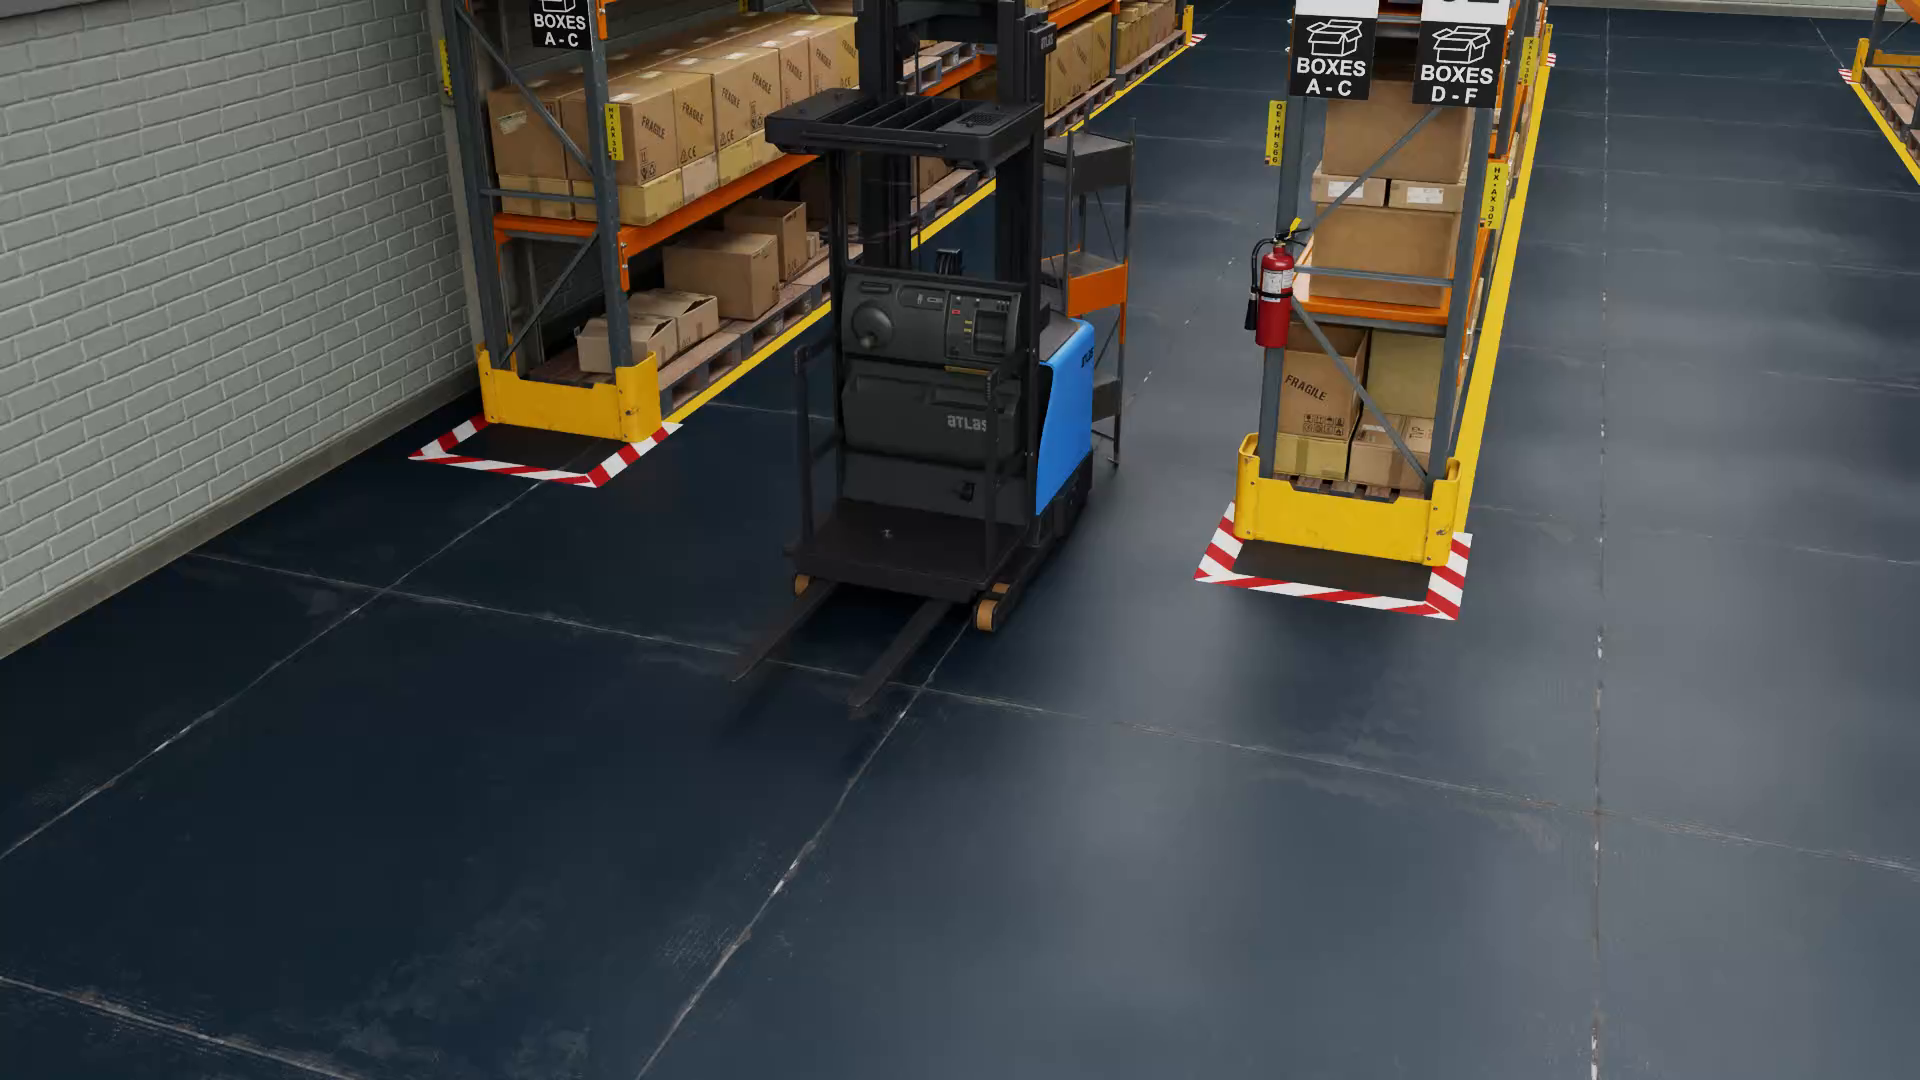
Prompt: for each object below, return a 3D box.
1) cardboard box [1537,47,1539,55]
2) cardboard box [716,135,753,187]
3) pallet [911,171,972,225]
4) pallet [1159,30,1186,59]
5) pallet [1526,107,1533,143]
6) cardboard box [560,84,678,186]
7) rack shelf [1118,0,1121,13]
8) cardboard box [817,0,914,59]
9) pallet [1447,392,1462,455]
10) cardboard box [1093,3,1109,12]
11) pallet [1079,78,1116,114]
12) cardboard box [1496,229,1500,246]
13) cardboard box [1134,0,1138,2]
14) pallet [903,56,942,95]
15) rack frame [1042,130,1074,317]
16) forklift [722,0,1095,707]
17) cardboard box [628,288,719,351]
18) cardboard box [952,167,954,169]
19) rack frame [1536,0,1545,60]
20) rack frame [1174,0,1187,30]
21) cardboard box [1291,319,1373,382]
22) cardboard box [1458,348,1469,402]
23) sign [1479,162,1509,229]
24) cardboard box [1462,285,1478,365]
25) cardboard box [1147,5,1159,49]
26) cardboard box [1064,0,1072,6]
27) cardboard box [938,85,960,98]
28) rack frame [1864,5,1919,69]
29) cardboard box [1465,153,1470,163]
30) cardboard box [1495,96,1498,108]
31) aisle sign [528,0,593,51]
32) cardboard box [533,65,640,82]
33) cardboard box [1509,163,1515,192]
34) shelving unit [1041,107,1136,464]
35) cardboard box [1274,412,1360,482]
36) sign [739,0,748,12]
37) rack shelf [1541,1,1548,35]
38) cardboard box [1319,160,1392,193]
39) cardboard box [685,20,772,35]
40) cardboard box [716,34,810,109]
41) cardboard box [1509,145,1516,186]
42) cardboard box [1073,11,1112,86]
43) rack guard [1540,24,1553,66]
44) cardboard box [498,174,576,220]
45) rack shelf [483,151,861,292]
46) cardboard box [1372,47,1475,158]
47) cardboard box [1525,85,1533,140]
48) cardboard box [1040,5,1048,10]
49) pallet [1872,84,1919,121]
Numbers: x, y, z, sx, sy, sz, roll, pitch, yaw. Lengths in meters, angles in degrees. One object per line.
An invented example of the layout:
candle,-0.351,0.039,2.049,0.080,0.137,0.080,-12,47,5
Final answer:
cardboard box,7.160,-6.255,21.377,0.500,0.250,0.500,9,27,17
cardboard box,-1.748,-2.601,11.330,0.500,0.250,0.500,8,27,17
pallet,-0.551,-3.293,15.809,1.003,0.211,1.213,9,27,17
pallet,2.588,-7.061,23.592,1.003,0.211,1.213,9,27,17
pallet,5.886,-4.701,18.717,1.003,0.211,1.213,9,27,17
cardboard box,-2.102,-2.513,10.287,0.500,0.500,0.500,9,27,18
rack shelf,2.114,-7.511,22.146,1.077,0.370,4.000,9,27,17
cardboard box,-0.819,-4.401,14.278,0.700,0.500,0.500,12,28,23
pallet,2.751,-0.929,10.927,1.003,0.211,1.213,9,27,17
cardboard box,1.819,-6.955,21.816,0.380,0.149,0.250,8,27,16
pallet,1.263,-5.430,20.222,1.003,0.211,1.213,9,27,17
cardboard box,4.003,-2.551,13.106,0.500,0.311,0.500,8,27,17
cardboard box,2.243,-7.479,22.898,0.380,0.149,0.250,9,27,18
pallet,-0.822,-3.932,14.148,1.003,0.211,1.213,9,27,17
rack frame,0.476,-1.339,9.602,0.015,2.100,0.400,-21,33,-36
forklift,-0.222,-1.062,8.080,1.130,2.935,3.031,9,27,18
cardboard box,-2.040,-1.575,11.641,0.500,0.311,0.500,11,28,22
cardboard box,-0.354,-3.944,16.316,0.700,0.500,0.500,9,27,17
rack frame,6.122,-6.296,18.811,1.000,3.000,0.127,9,27,17
rack frame,2.780,-8.656,23.687,1.000,3.000,0.127,9,27,17
cardboard box,2.345,-1.330,10.368,0.500,0.500,0.500,9,27,17
cardboard box,3.017,-1.120,10.795,0.500,0.250,0.500,9,27,17
sign,2.650,-1.707,8.249,0.100,0.325,0.005,9,27,17
cardboard box,3.018,-1.458,10.631,0.500,0.500,0.500,9,27,17
cardboard box,2.308,-7.006,22.664,0.700,0.500,0.500,8,27,16
cardboard box,1.040,-6.105,18.683,0.380,0.149,0.250,10,27,19
cardboard box,-0.321,-4.251,16.090,0.500,0.250,0.500,9,27,18
rack frame,12.122,-7.220,20.719,1.000,3.000,0.127,9,27,17
cardboard box,2.632,-2.043,9.168,0.380,0.149,0.250,9,27,18
cardboard box,3.402,-2.993,11.131,0.380,0.149,0.250,8,27,16
aisle sign,-2.285,-3.178,9.389,0.394,0.787,0.004,9,27,17
cardboard box,-2.411,-2.790,10.859,0.500,0.500,0.500,9,27,18
cardboard box,4.845,-3.352,15.404,0.500,0.250,0.500,9,27,19
shelving unit,0.660,-1.408,9.745,0.503,2.100,0.431,-21,33,-36
cardboard box,2.028,-0.579,9.677,0.500,0.250,0.500,9,27,17
sign,-1.738,-4.325,13.412,0.100,0.325,0.005,9,27,17
rack shelf,6.787,-6.794,20.665,1.077,0.370,4.000,9,27,17
cardboard box,2.162,-1.994,9.067,0.380,0.149,0.250,9,27,19
cardboard box,-1.742,-3.629,12.592,0.500,0.500,0.500,9,27,17
cardboard box,-1.417,-3.354,12.023,0.500,0.500,0.500,8,27,16
cardboard box,4.682,-3.390,14.840,0.500,0.311,0.500,8,27,17
cardboard box,1.355,-5.948,20.078,0.750,0.750,0.750,9,27,18
rack guard,7.427,-6.783,22.686,1.175,0.500,0.348,9,27,17
cardboard box,-2.572,-2.243,10.590,0.500,0.250,0.500,9,27,18
rack shelf,-1.879,-2.579,11.961,1.077,0.370,4.000,9,27,17
cardboard box,2.483,-2.422,9.207,0.700,0.500,0.500,8,27,16
cardboard box,5.721,-4.507,17.480,0.500,0.500,0.500,8,27,16
cardboard box,0.706,-5.566,17.568,0.380,0.149,0.250,10,27,19
pallet,11.404,-5.132,19.607,1.003,0.211,1.213,9,27,17
